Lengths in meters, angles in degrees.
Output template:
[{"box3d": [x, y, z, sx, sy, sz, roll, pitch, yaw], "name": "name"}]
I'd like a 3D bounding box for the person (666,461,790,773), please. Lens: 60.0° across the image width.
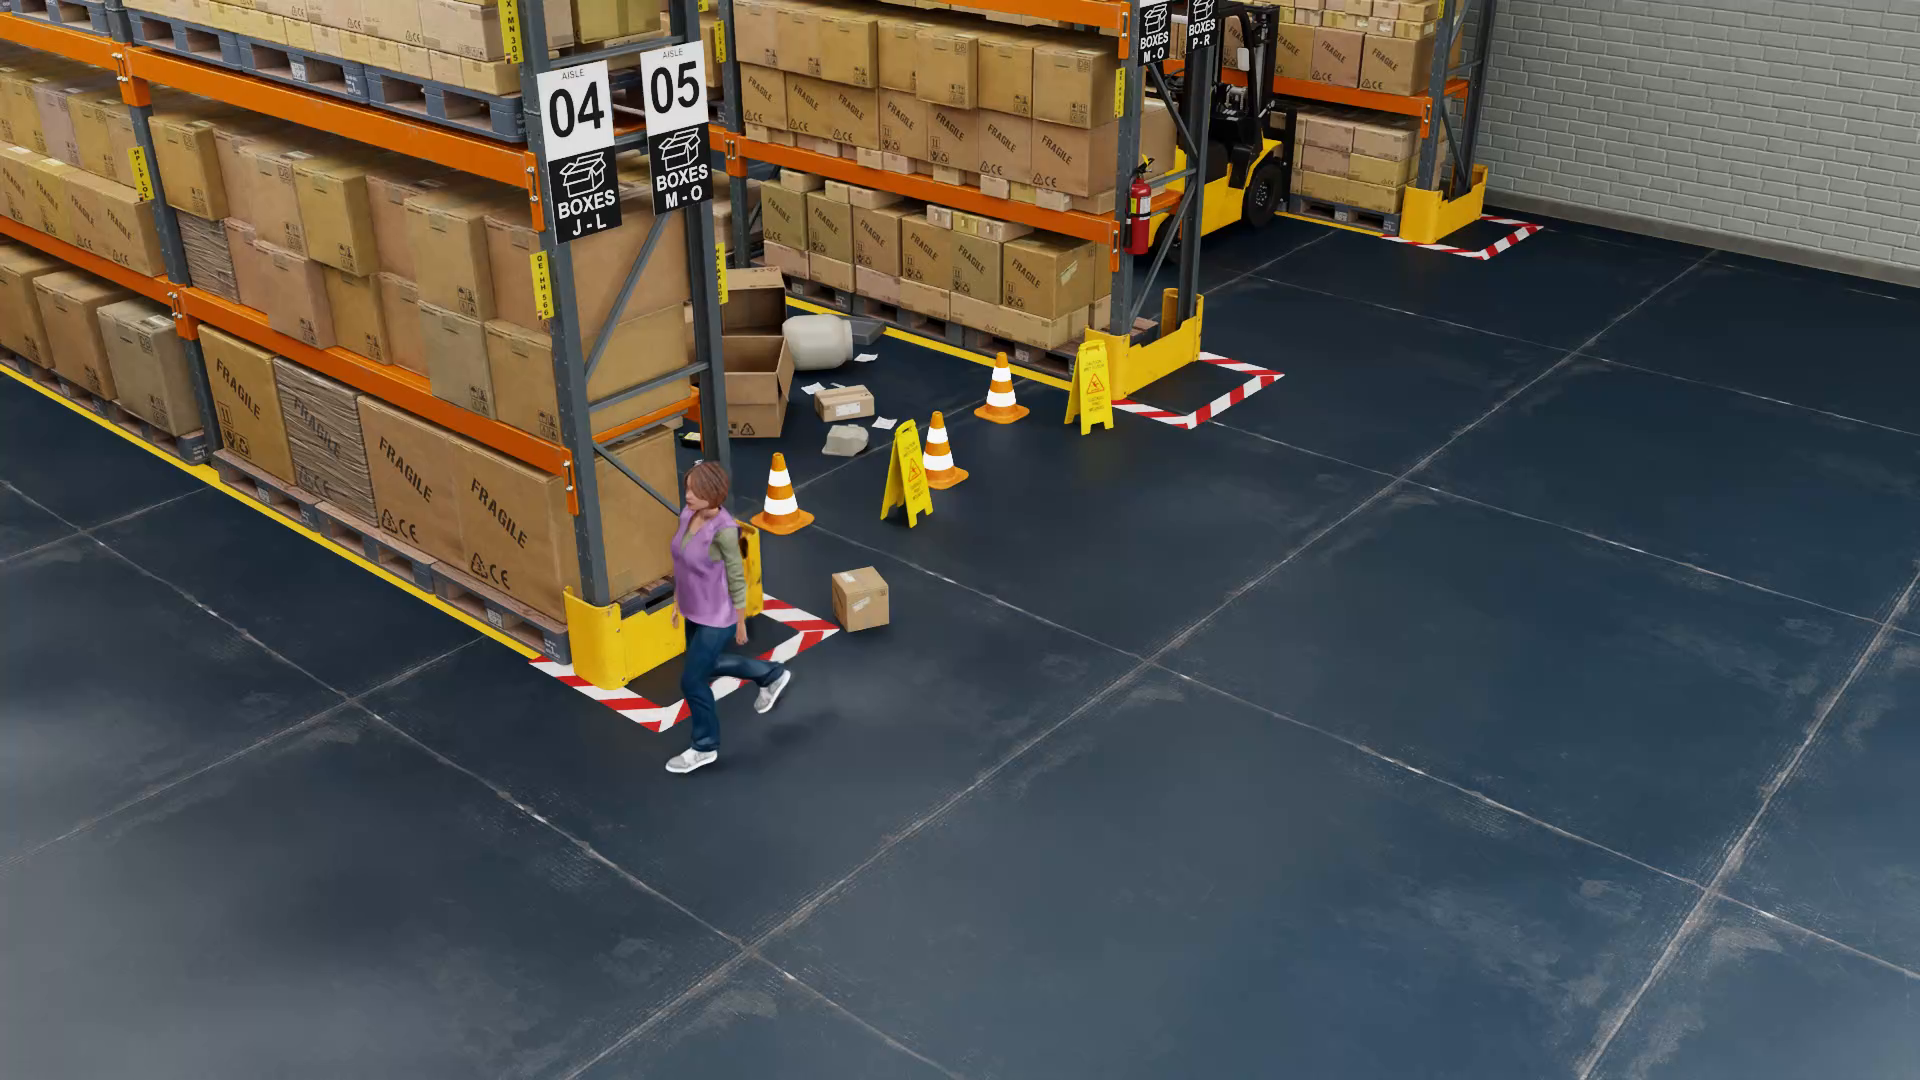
[{"box3d": [-1.150, 0.330, 7.979, 0.750, 1.564, 0.394, -17, 32, -29], "name": "person"}]
